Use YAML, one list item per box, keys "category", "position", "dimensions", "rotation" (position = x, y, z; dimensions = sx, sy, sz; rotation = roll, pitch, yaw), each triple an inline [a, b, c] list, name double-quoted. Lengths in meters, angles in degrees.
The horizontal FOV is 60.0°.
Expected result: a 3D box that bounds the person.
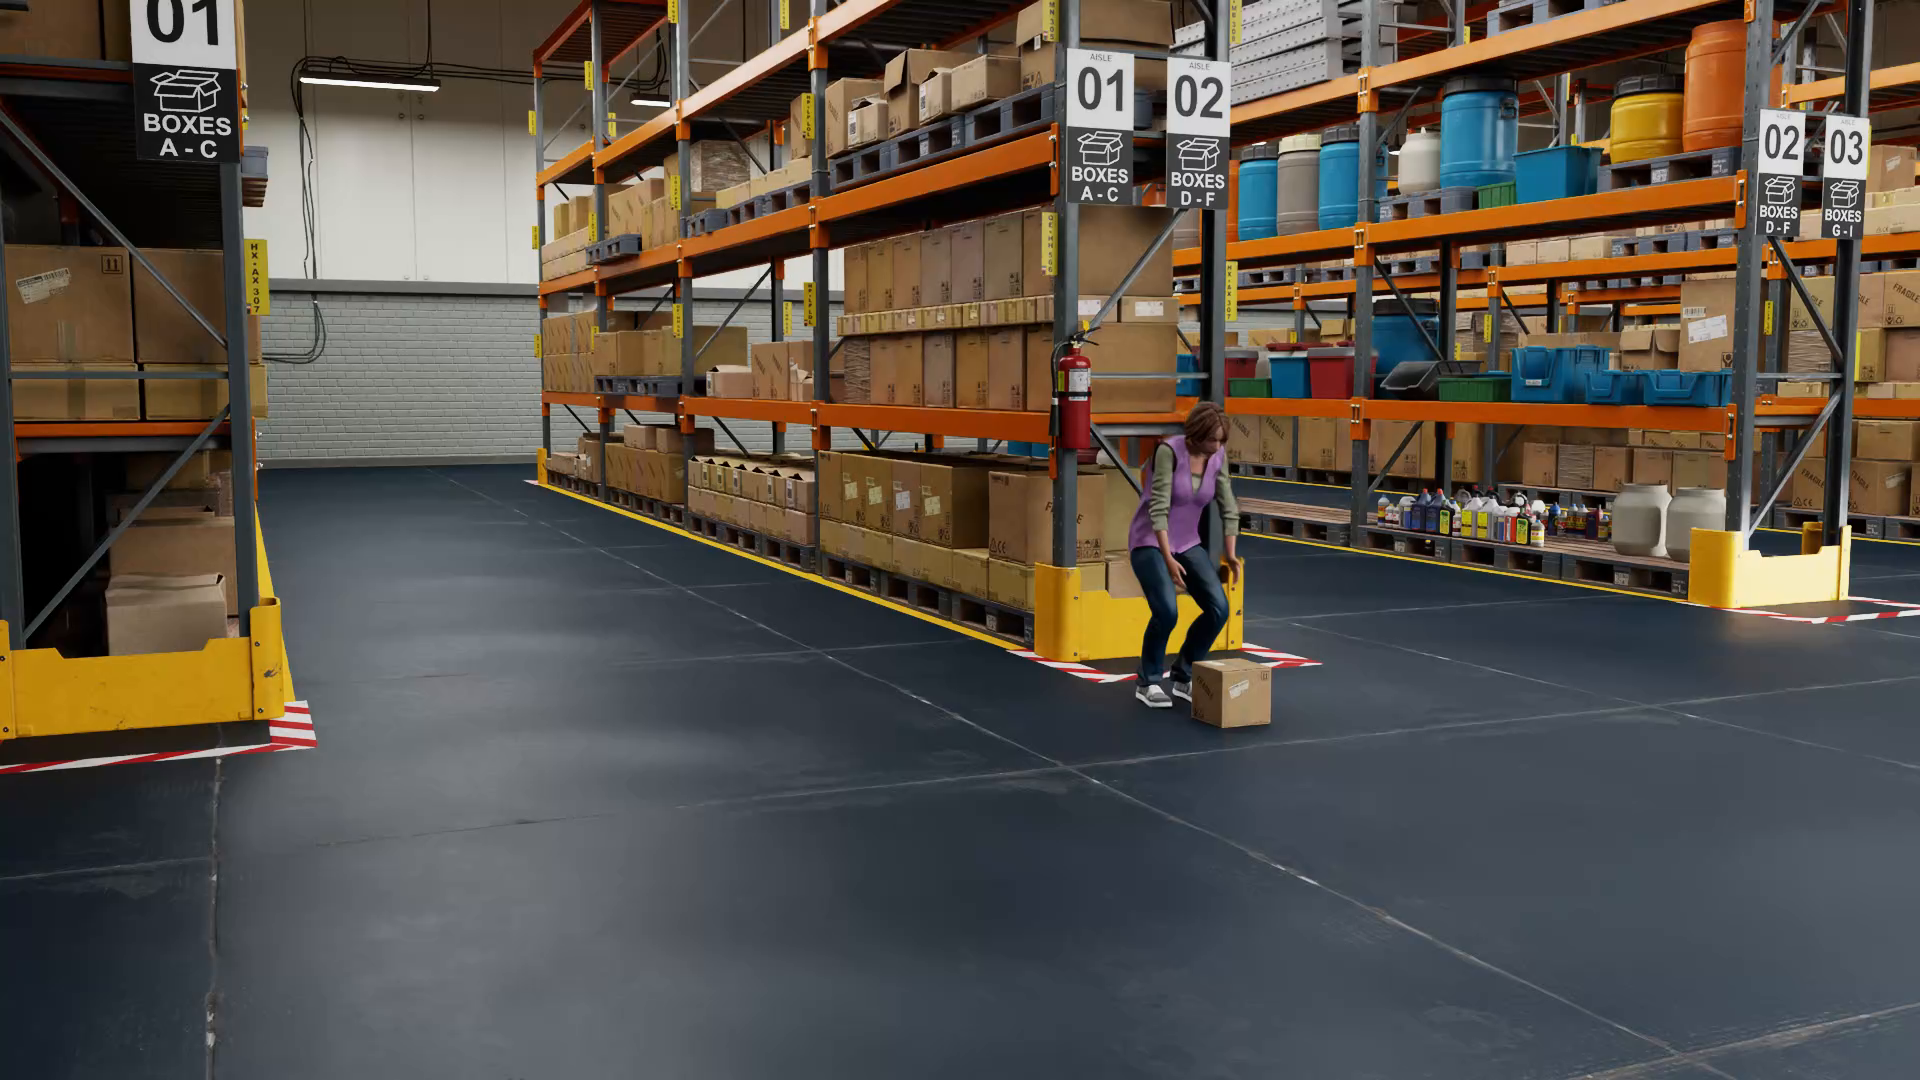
- category: "person"
  position: [1.035, 0.072, 7.632]
  dimensions: [0.458, 1.381, 0.581]
  rotation: [-2, 6, -23]
